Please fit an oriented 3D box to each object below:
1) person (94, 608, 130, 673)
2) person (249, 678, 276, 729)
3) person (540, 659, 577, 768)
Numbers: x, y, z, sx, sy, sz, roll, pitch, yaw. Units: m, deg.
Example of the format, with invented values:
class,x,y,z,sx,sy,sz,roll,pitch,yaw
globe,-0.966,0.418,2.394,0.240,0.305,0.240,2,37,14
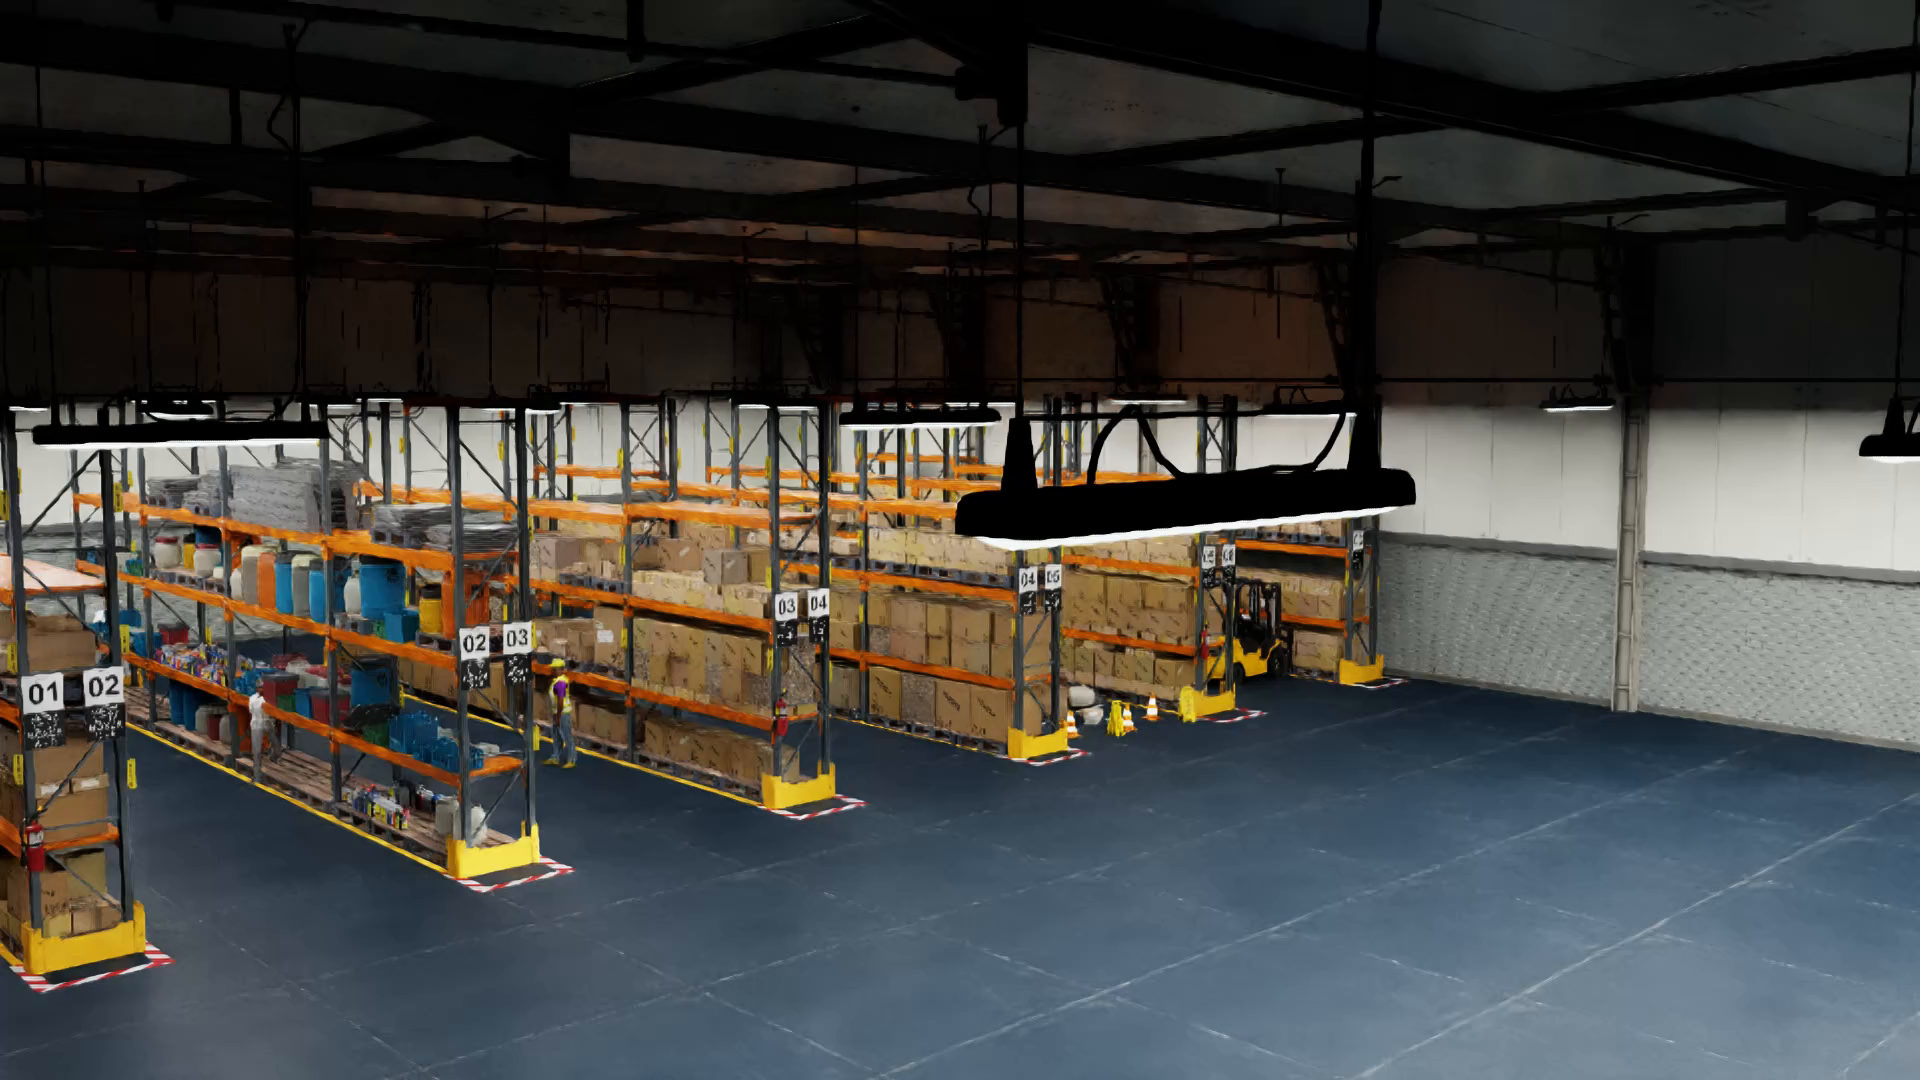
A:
class,x,y,z,sx,sy,sz,roll,pitch,yaw
person,-18.076,2.127,35.188,0.769,1.426,0.704,3,6,29
person,-10.918,2.550,26.078,0.439,0.825,0.382,-2,6,-22
person,-6.583,2.812,27.168,0.569,1.763,0.673,-2,6,-18
